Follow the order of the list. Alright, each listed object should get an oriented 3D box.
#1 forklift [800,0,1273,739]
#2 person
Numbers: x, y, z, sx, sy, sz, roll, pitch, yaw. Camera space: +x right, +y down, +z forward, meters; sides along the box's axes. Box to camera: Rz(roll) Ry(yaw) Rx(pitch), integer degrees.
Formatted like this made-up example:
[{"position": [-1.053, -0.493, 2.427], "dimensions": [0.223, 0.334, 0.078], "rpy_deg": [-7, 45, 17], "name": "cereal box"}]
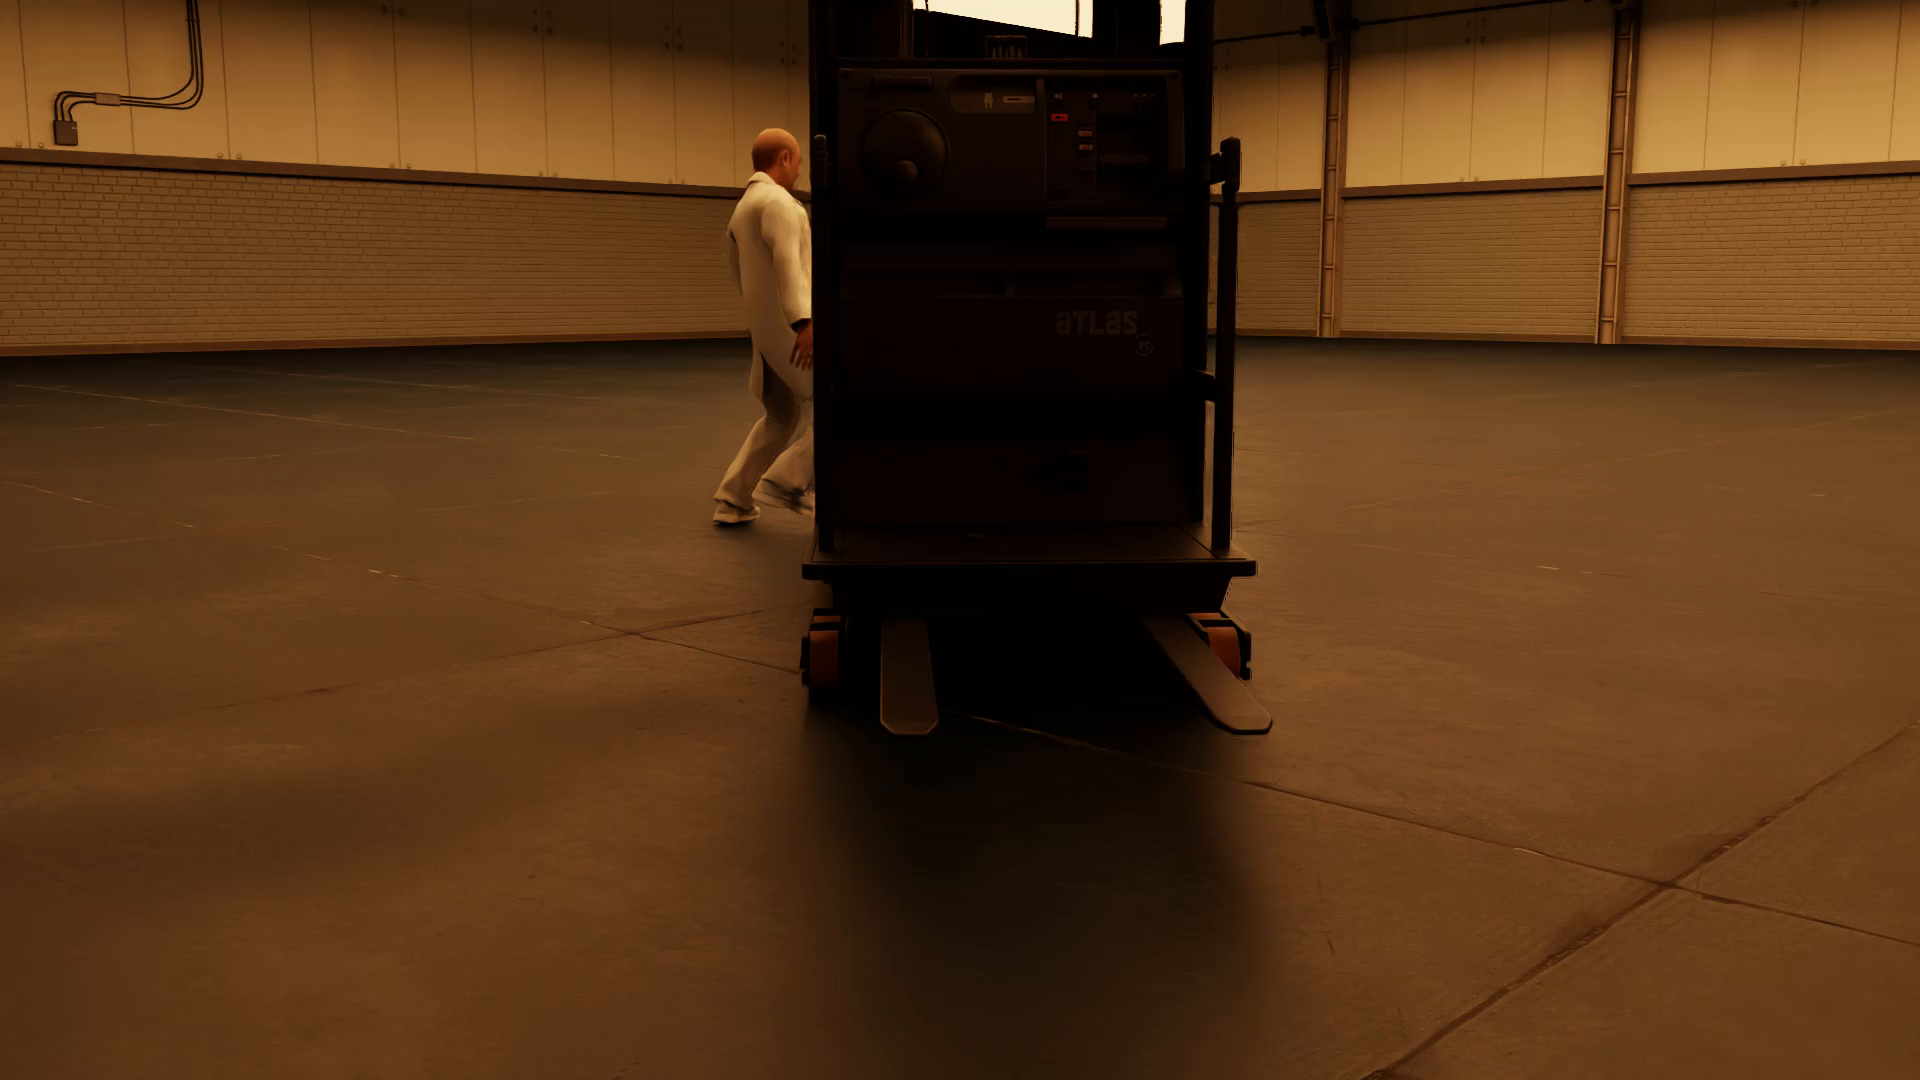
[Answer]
[{"position": [0.149, -1.112, 4.256], "dimensions": [1.130, 2.935, 3.031], "rpy_deg": [0, 9, -3], "name": "forklift"}, {"position": [-0.719, -0.868, 6.949], "dimensions": [0.590, 1.674, 0.962], "rpy_deg": [-3, 9, -21], "name": "person"}]
